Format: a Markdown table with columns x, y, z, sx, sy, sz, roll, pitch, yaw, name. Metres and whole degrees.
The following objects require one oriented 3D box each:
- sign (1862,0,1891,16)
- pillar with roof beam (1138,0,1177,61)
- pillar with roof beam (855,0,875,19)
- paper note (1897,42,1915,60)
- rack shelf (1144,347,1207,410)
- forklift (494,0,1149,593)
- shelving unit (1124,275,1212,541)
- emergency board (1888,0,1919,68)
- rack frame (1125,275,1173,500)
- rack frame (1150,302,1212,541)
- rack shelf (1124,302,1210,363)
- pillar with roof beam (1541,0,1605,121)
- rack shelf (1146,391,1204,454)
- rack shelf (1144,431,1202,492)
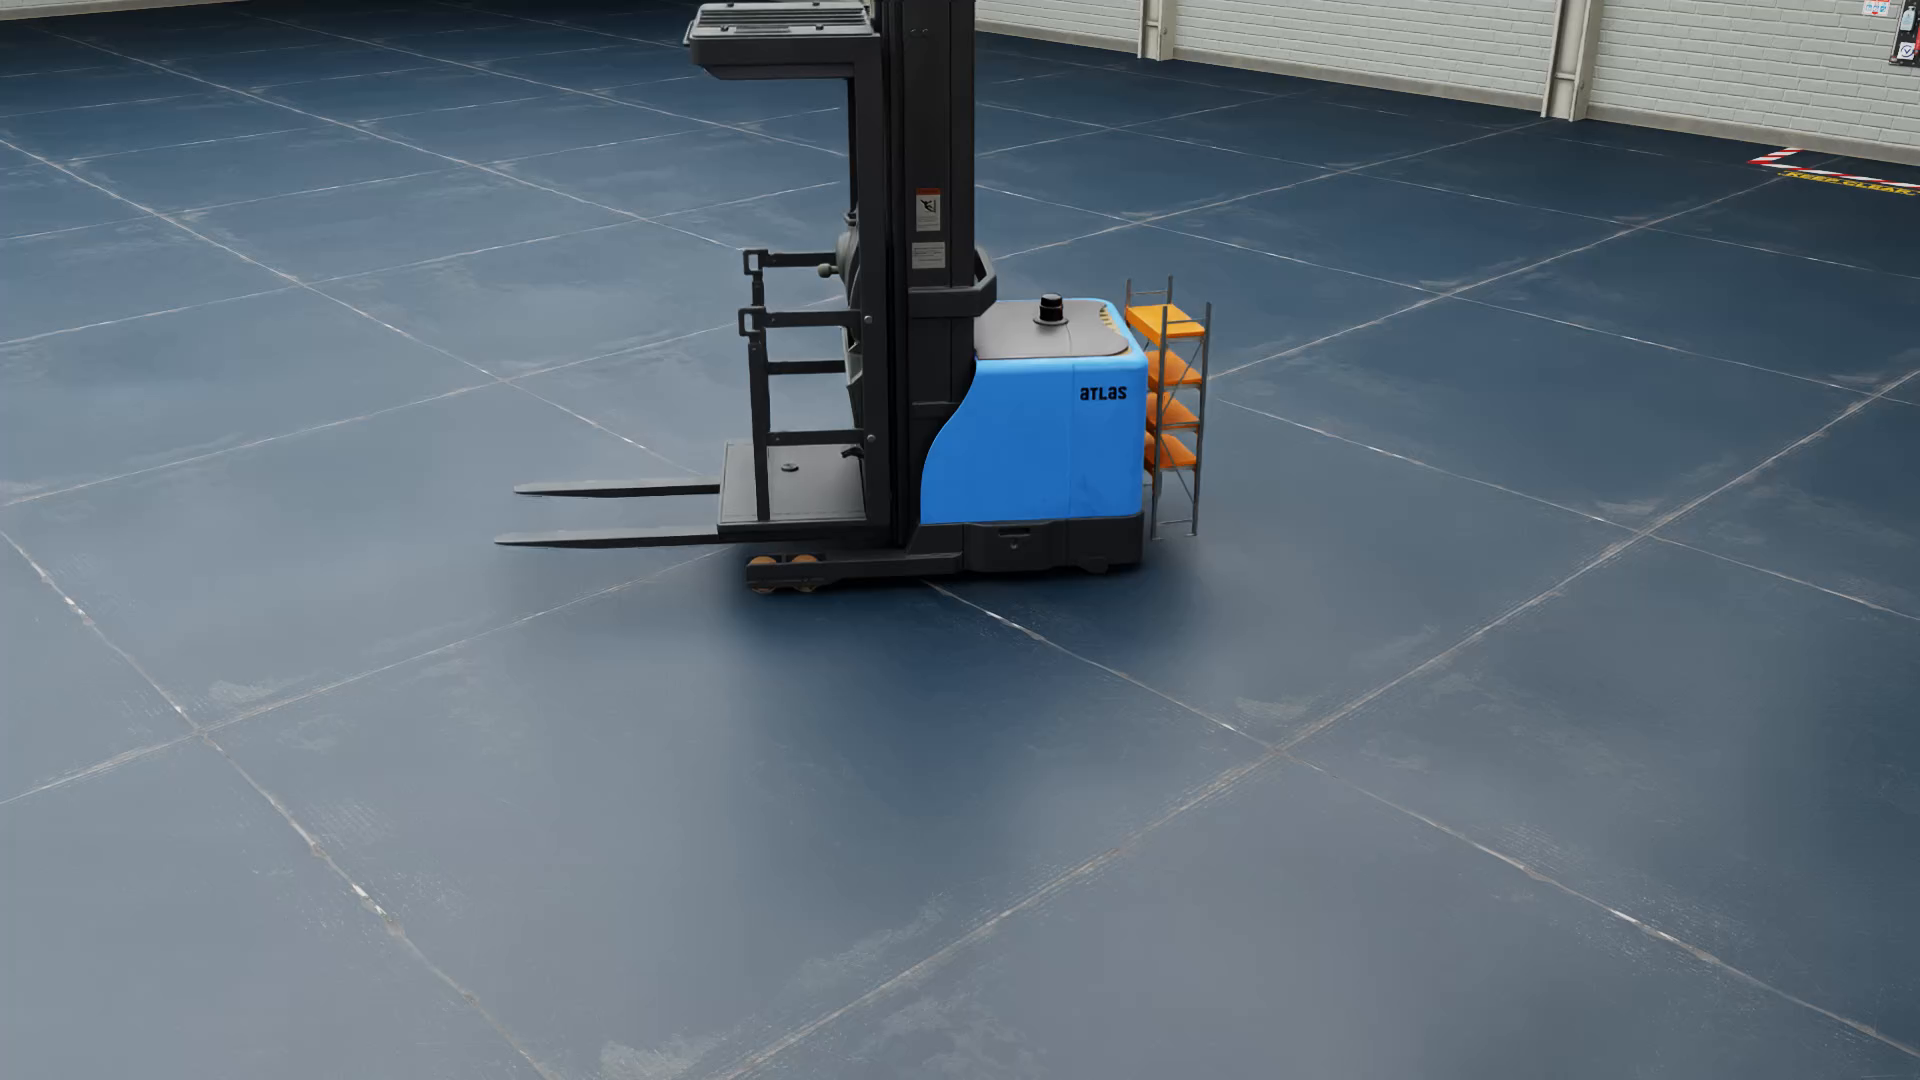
| x | y | z | sx | sy | sz | roll | pitch | yaw | name |
| --- | --- | --- | --- | --- | --- | --- | --- | --- | --- |
| 8.901 | -5.258 | 16.118 | 0.001 | 0.329 | 0.234 | -21 | 32 | -38 | sign |
| -0.479 | -9.429 | 18.077 | 9.100 | 9.000 | 0.400 | -21 | 32 | -38 | pillar with roof beam |
| -4.580 | -11.247 | 22.062 | 9.100 | 9.000 | 0.400 | -21 | 32 | -38 | pillar with roof beam |
| 9.133 | -4.717 | 16.038 | 0.016 | 0.148 | 0.142 | -21 | 32 | -38 | paper note |
| 1.000 | -0.797 | 8.175 | 0.258 | 0.148 | 0.480 | -6 | 25 | -14 | rack shelf |
| -0.680 | -1.317 | 7.605 | 3.031 | 2.935 | 1.130 | -2 | 25 | -5 | forklift |
| 1.000 | -0.655 | 8.240 | 0.258 | 1.200 | 0.503 | -6 | 25 | -14 | shelving unit |
| 9.211 | -5.053 | 15.712 | 0.157 | 1.169 | 0.626 | -21 | 32 | -38 | emergency board |
| 0.937 | -0.753 | 8.454 | 0.240 | 1.200 | 0.015 | -6 | 25 | -14 | rack frame |
| 1.063 | -0.557 | 8.025 | 0.240 | 1.200 | 0.015 | -6 | 25 | -14 | rack frame |
| 1.000 | -1.012 | 8.077 | 0.258 | 0.148 | 0.480 | -6 | 25 | -14 | rack shelf |
| 3.621 | -7.611 | 14.092 | 9.100 | 9.000 | 0.400 | -21 | 32 | -38 | pillar with roof beam |
| 1.000 | -0.594 | 8.268 | 0.258 | 0.148 | 0.480 | -6 | 25 | -14 | rack shelf |
| 1.000 | -0.413 | 8.350 | 0.258 | 0.148 | 0.480 | -6 | 25 | -14 | rack shelf |
